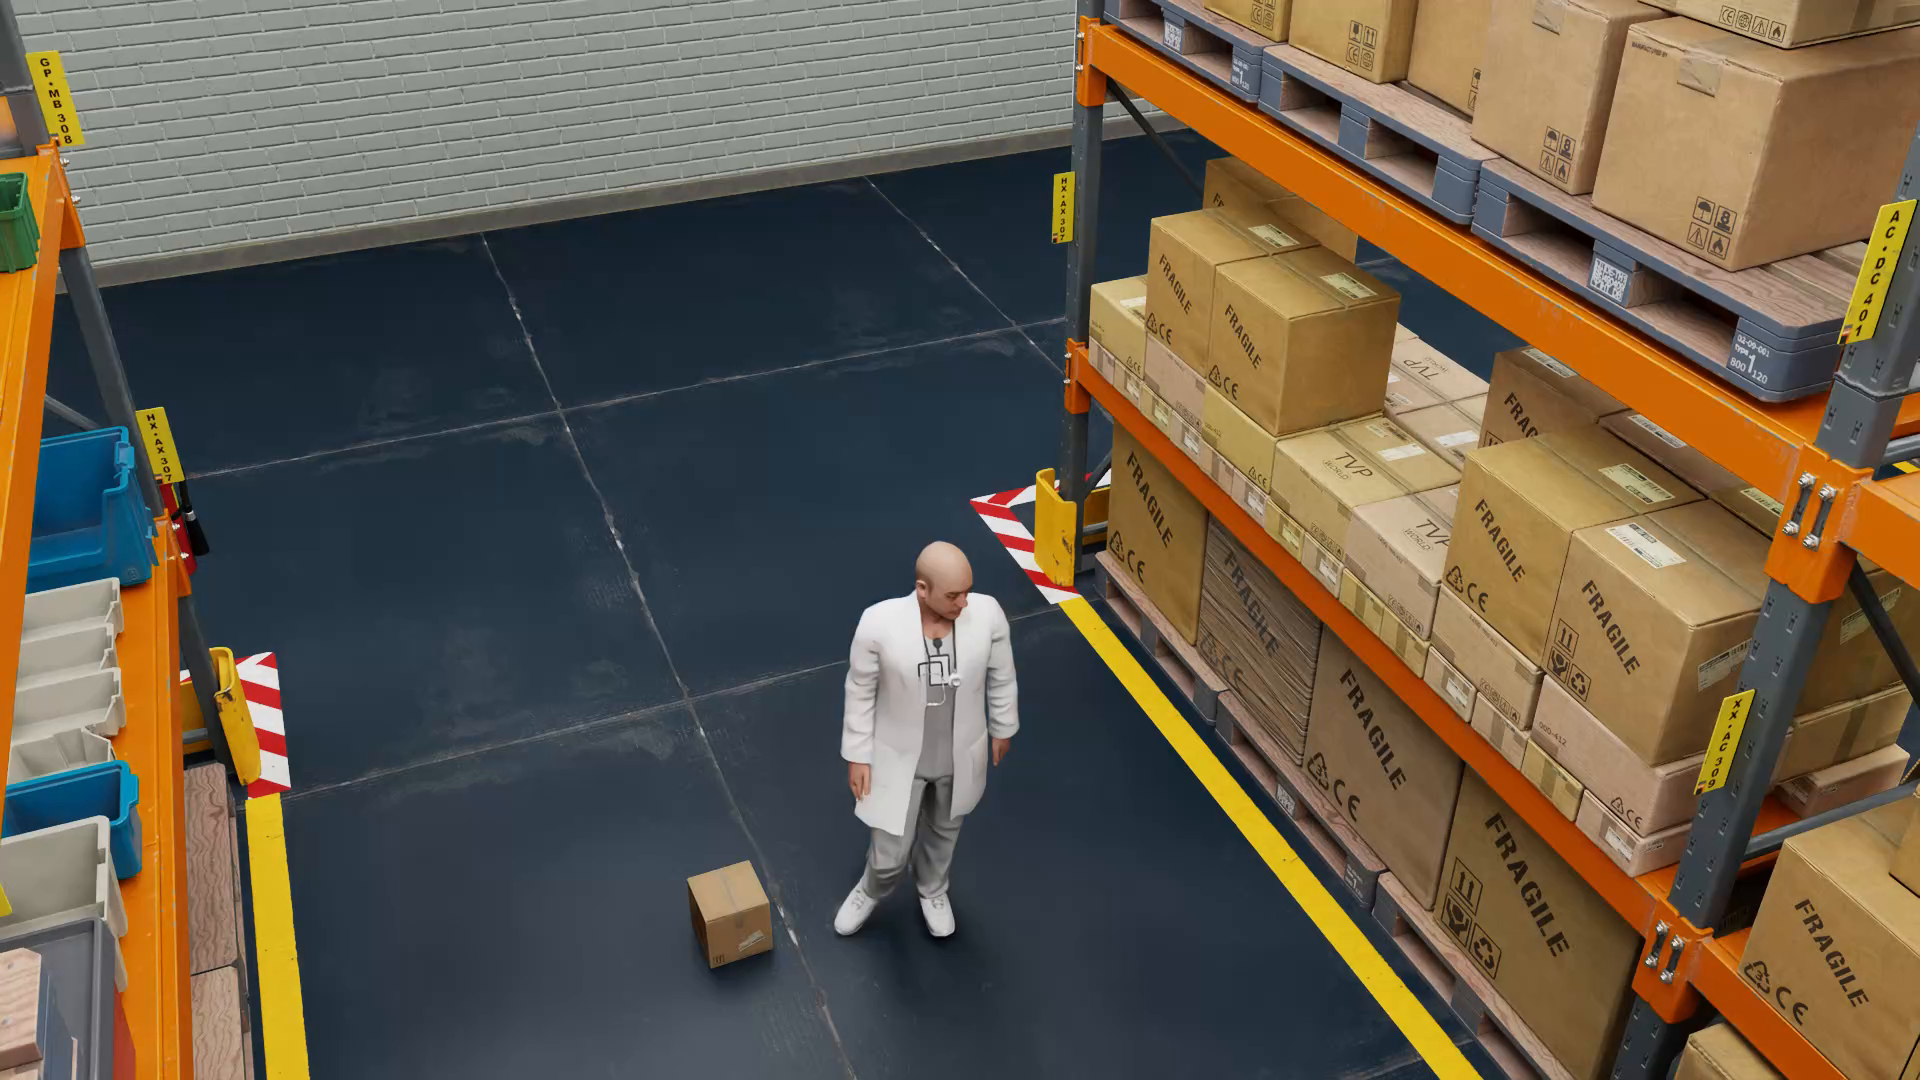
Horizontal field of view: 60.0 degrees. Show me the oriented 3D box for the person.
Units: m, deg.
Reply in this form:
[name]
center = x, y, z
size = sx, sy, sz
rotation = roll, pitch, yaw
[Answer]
[person]
center = -0.126, 0.746, 5.970
size = 0.717, 1.769, 0.525
rotation = -7, 34, -11
